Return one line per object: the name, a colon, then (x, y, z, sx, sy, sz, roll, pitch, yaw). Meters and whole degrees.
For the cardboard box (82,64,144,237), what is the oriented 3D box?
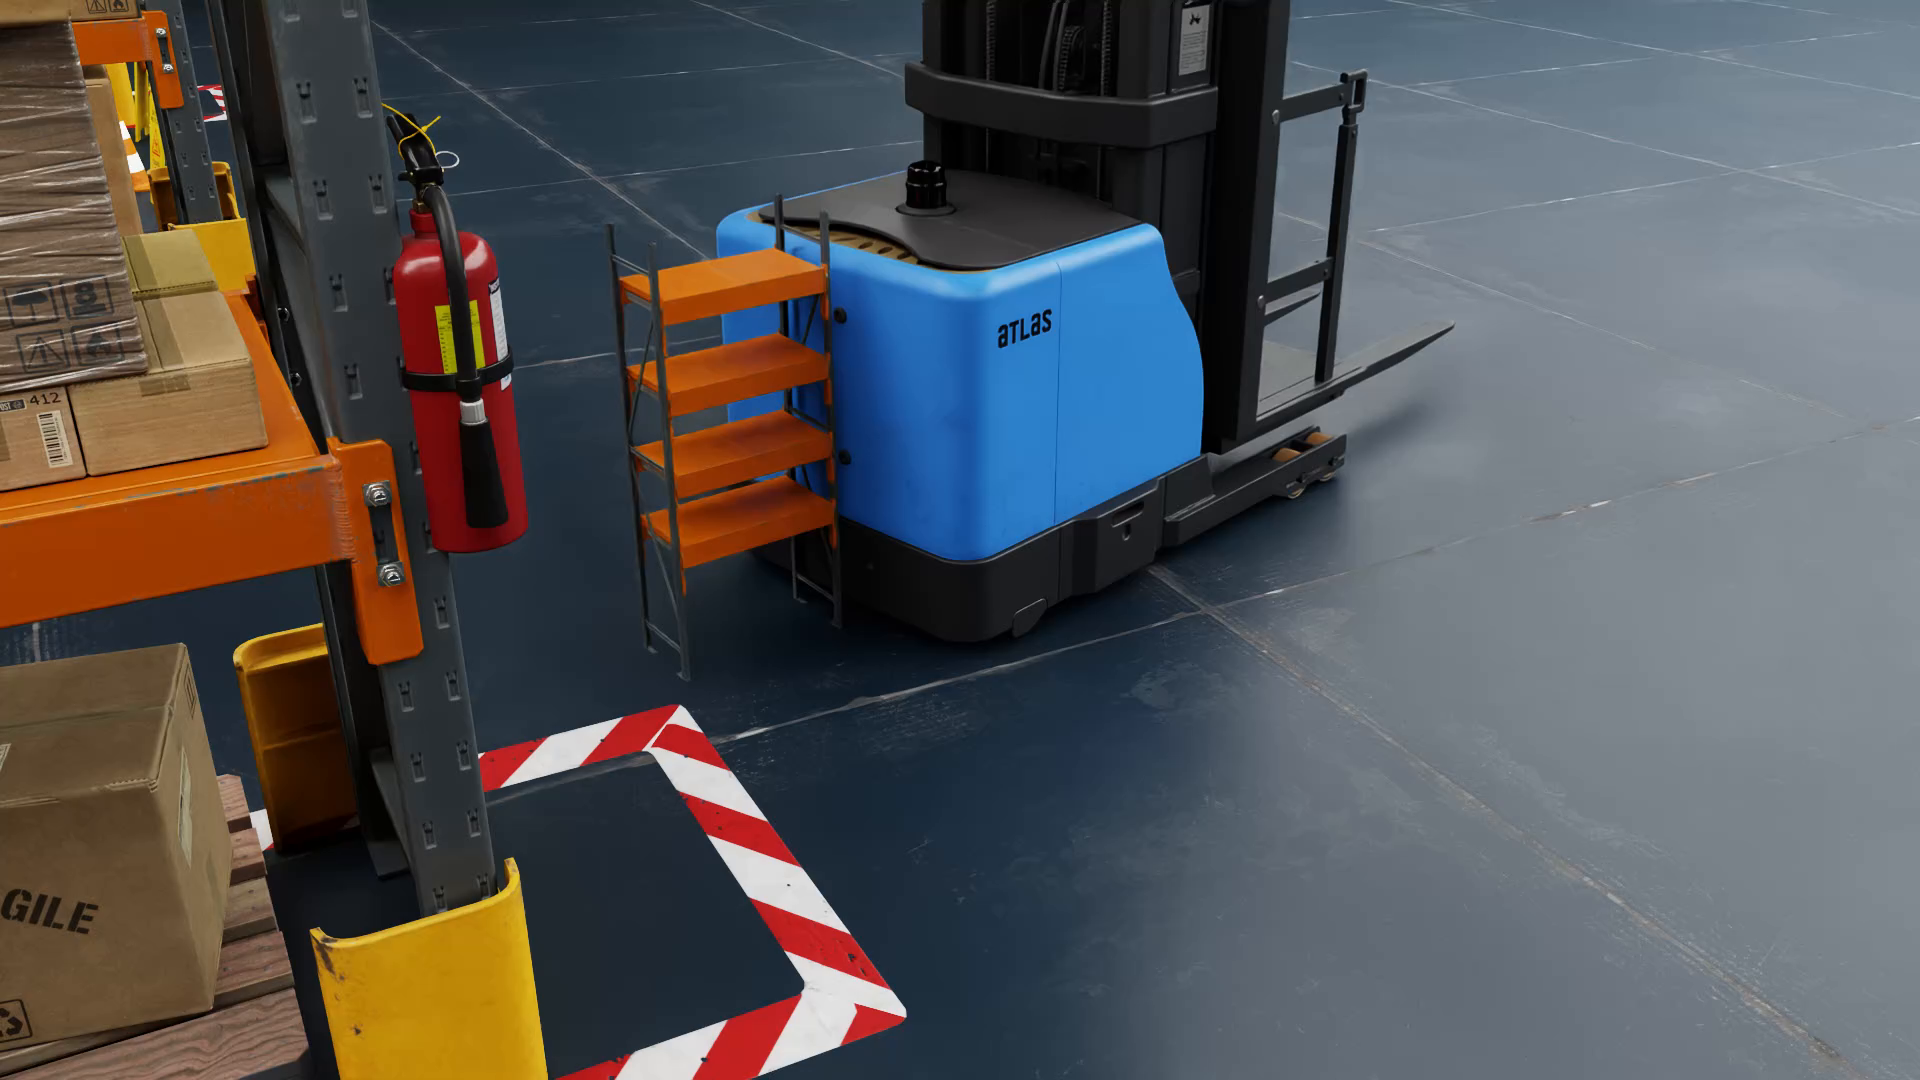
cardboard box: (-3.910, -1.486, 6.850, 0.875, 0.875, 0.875, -13, 28, -25)

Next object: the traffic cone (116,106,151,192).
traffic cone: (-4.711, -2.210, 9.318, 0.334, 0.463, 0.336, -13, 29, -25)

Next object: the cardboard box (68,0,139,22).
cardboard box: (-3.649, -2.393, 6.595, 0.550, 0.550, 0.875, -13, 29, -25)

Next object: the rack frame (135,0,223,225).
rack frame: (-3.343, -2.418, 6.821, 0.127, 3.000, 1.000, -13, 29, -25)

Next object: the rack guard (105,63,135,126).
rack guard: (-5.828, -3.146, 11.225, 0.348, 0.500, 1.175, -13, 29, -25)

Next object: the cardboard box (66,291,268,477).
cardboard box: (-1.252, -0.253, 2.602, 0.250, 0.149, 0.380, -13, 29, -25)

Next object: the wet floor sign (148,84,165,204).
wet floor sign: (-4.249, -2.119, 8.918, 0.232, 0.644, 0.267, -19, 31, -34)

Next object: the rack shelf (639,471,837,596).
rack shelf: (-0.606, -0.025, 4.531, 0.480, 0.148, 0.258, -18, 31, -33)

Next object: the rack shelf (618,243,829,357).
rack shelf: (-0.606, -0.619, 4.246, 0.480, 0.148, 0.258, -18, 31, -33)

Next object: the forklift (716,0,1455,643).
forklift: (0.667, -1.593, 5.181, 1.130, 2.935, 3.031, 22, 33, 38)

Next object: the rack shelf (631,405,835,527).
rack shelf: (-0.606, -0.204, 4.445, 0.480, 0.148, 0.258, -18, 31, -33)

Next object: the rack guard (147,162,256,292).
rack guard: (-3.322, -1.296, 7.373, 0.348, 0.500, 1.175, -13, 29, -25)

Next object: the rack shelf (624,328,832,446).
rack shelf: (-0.606, -0.406, 4.348, 0.480, 0.148, 0.258, -18, 31, -33)

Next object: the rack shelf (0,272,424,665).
rack shelf: (-2.863, 0.228, 2.140, 4.000, 0.370, 1.077, -13, 29, -25)

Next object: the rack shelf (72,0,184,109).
rack shelf: (-5.107, -1.687, 6.129, 4.000, 0.370, 1.077, -13, 29, -25)

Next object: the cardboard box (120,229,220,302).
cardboard box: (-1.462, -0.423, 2.956, 0.250, 0.149, 0.380, -13, 29, -25)

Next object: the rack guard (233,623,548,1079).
rack guard: (-1.165, 0.639, 3.342, 0.348, 0.500, 1.175, -13, 29, -25)

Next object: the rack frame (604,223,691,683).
rack frame: (-0.800, -0.201, 4.283, 0.015, 1.200, 0.240, -18, 31, -33)

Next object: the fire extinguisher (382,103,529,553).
fire extinguisher: (-0.780, -0.316, 2.532, 0.183, 0.674, 0.296, -13, 29, -25)

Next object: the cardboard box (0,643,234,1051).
cardboard box: (-1.657, 0.555, 3.032, 0.500, 0.500, 0.500, -8, 27, -16)

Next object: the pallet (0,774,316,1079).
pallet: (-1.898, 0.921, 3.088, 1.213, 0.211, 1.003, -13, 29, -25)

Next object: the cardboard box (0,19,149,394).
cardboard box: (-1.596, -0.581, 2.536, 0.500, 0.500, 0.875, -13, 29, -25)

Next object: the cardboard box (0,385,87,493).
cardboard box: (-1.473, -0.203, 2.497, 0.250, 0.149, 0.380, -13, 29, -25)

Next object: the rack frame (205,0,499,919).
rack frame: (-1.098, -0.504, 2.833, 0.127, 3.000, 1.000, -13, 29, -25)

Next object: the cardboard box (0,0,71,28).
cardboard box: (-1.467, -0.927, 2.101, 0.500, 0.500, 0.500, -13, 29, -25)

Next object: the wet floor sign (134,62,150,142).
wet floor sign: (-5.090, -2.857, 10.455, 0.232, 0.644, 0.267, -4, 26, -7)

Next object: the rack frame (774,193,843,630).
rack frame: (-0.412, -0.329, 4.549, 0.015, 1.200, 0.240, -18, 31, -33)

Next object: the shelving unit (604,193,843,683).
shelving unit: (-0.606, -0.265, 4.416, 0.503, 1.200, 0.258, -18, 31, -33)
